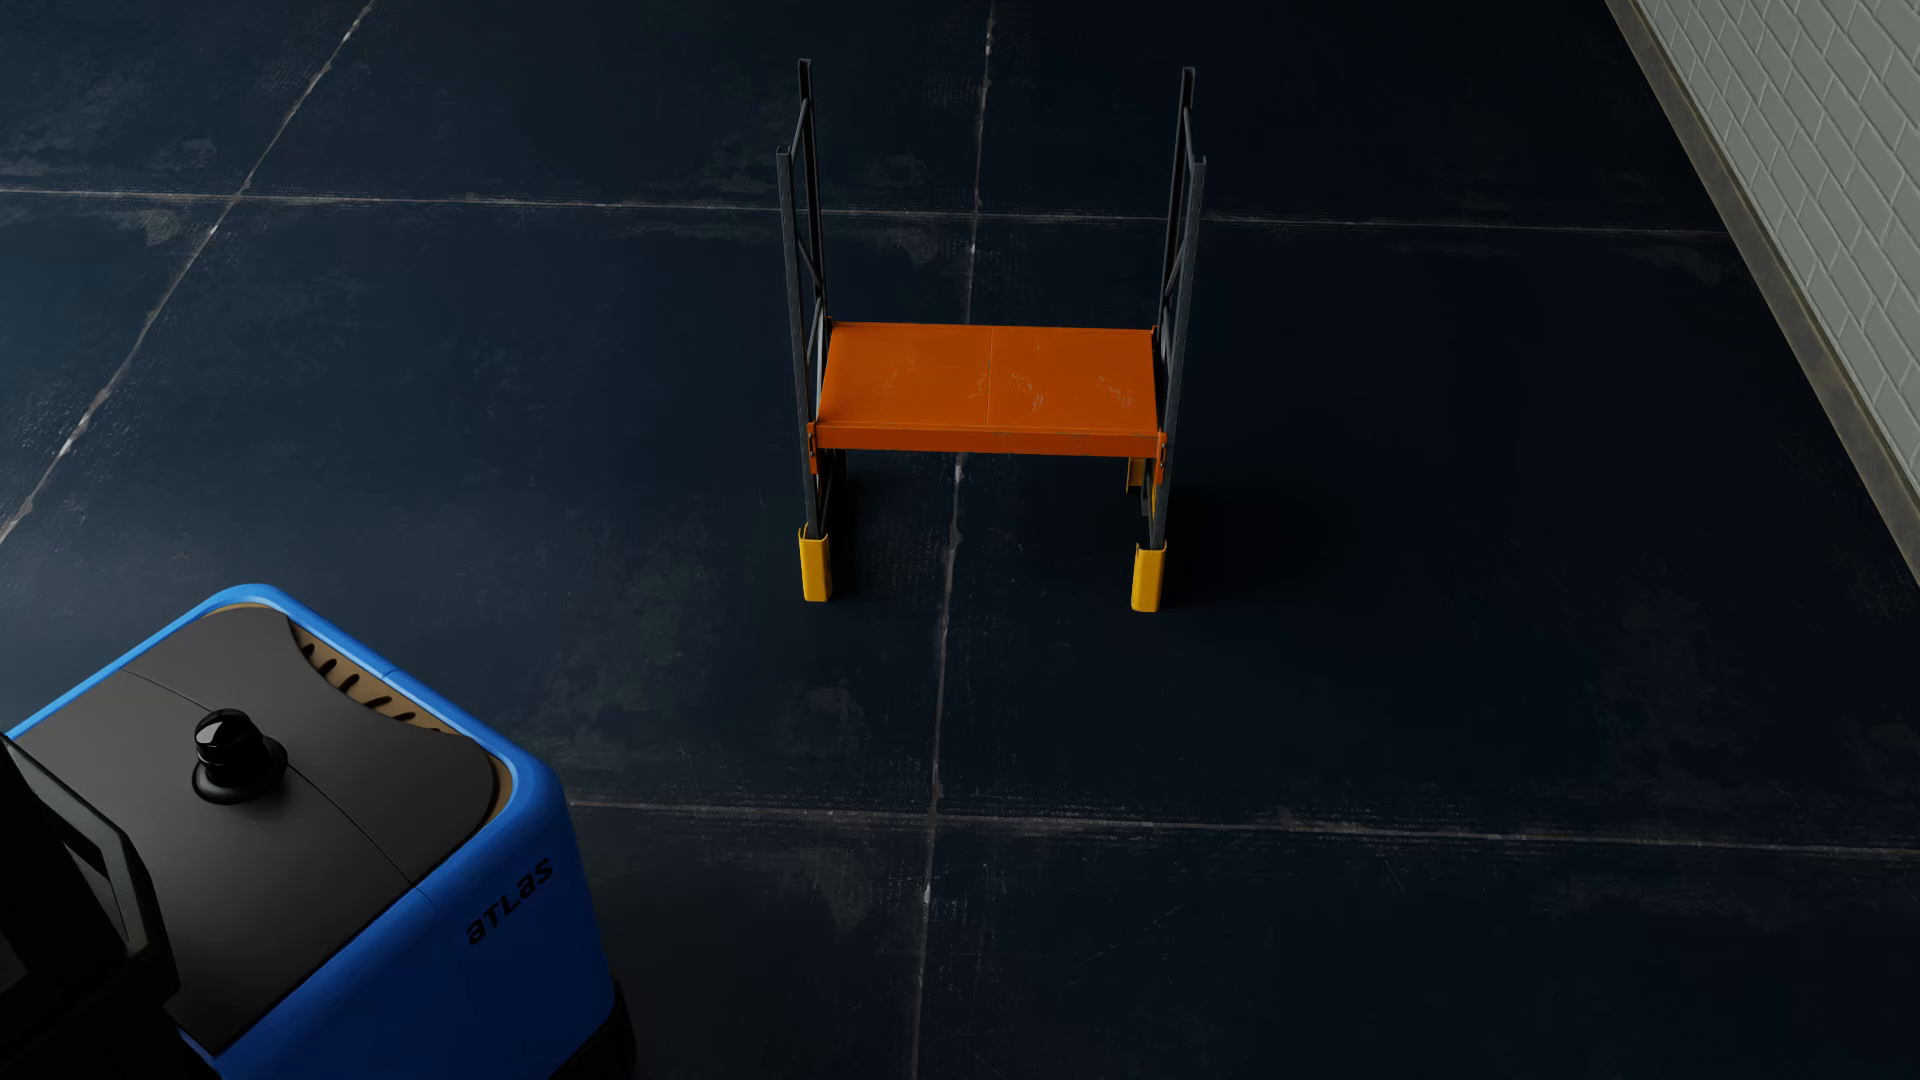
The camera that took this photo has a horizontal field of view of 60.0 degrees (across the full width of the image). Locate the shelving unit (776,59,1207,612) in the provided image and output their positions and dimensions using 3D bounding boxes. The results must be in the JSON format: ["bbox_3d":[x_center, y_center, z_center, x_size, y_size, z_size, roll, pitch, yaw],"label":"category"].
[{"bbox_3d":[0.076,-0.546,4.736,1.083,1.500,0.587,2,43,2],"label":"shelving unit"}]

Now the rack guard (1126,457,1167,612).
[{"bbox_3d":[0.574,-0.074,5.146,0.087,0.250,0.587,2,43,2],"label":"rack guard"}]

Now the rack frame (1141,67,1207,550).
[{"bbox_3d":[0.593,-0.531,4.719,0.032,1.500,0.500,2,43,2],"label":"rack frame"}]

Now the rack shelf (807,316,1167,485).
[{"bbox_3d":[0.085,-0.415,4.859,1.000,0.185,0.538,2,43,2],"label":"rack shelf"}]

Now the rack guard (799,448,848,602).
[{"bbox_3d":[-0.421,-0.104,5.179,0.087,0.250,0.587,2,43,2],"label":"rack guard"}]

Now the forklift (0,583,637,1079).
[{"bbox_3d":[-2.027,0.786,2.256,1.130,2.935,3.031,27,49,26],"label":"forklift"}]

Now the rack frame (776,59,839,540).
[{"bbox_3d":[-0.423,-0.562,4.753,0.032,1.500,0.500,2,43,2],"label":"rack frame"}]
